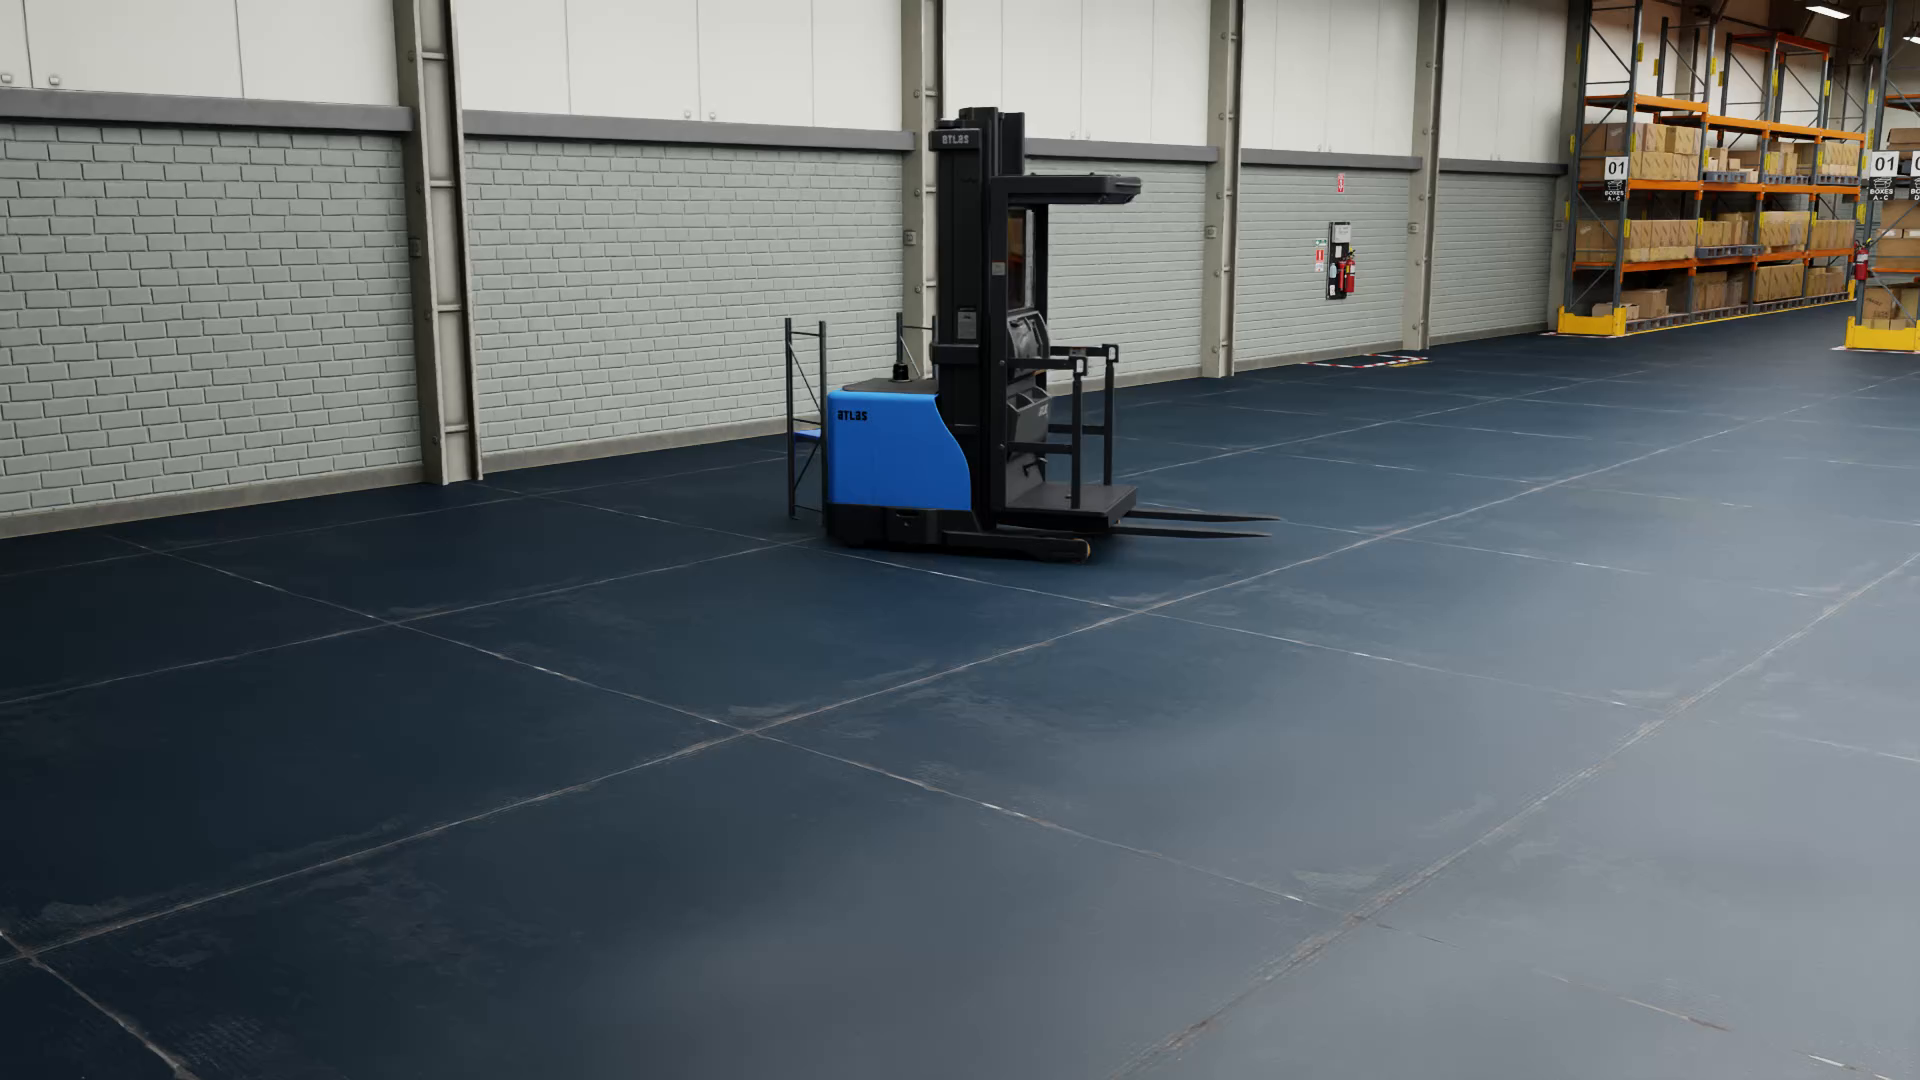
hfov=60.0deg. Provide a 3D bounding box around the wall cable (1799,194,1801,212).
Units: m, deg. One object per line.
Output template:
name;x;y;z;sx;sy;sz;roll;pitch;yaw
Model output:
wall cable;22.377;-8.463;43.829;0.084;1.984;1.851;10;15;40

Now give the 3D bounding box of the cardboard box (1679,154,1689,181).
cardboard box;13.829;-7.239;32.331;0.500;0.500;0.500;8;14;36

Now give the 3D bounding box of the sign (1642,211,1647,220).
sign;13.901;-6.527;33.776;0.100;0.325;0.005;10;15;40

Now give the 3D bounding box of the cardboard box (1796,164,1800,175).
cardboard box;19.877;-8.849;39.752;0.500;0.250;0.500;10;15;41

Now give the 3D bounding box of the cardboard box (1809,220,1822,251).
cardboard box;19.972;-7.290;39.786;0.980;0.700;0.700;10;15;41

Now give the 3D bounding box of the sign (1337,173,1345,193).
sign;5.792;-5.422;25.278;0.001;0.298;0.199;10;15;40

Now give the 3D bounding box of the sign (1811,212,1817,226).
sign;20.015;-7.525;38.976;0.100;0.325;0.005;10;15;40

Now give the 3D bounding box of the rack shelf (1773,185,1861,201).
rack shelf;20.922;-8.478;40.676;1.077;0.370;4.000;10;15;40

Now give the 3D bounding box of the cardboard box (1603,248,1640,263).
cardboard box;12.241;-5.267;30.753;0.500;0.250;0.500;9;15;39

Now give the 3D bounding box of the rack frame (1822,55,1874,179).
rack frame;22.242;-10.596;41.785;1.000;3.000;0.127;10;15;40

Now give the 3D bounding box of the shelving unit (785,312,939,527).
shelving unit;-0.726;-0.929;12.535;1.048;1.500;0.538;-9;14;-37

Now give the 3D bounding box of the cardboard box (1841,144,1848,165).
cardboard box;21.287;-9.381;40.502;0.500;0.500;0.500;9;14;38

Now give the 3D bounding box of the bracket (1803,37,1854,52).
bracket;21.655;-12.381;41.535;0.076;0.066;4.783;10;15;40

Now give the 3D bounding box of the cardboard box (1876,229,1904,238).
cardboard box;15.513;-5.108;27.714;0.380;0.149;0.250;9;15;39

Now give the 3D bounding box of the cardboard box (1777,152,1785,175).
cardboard box;18.240;-8.530;37.723;0.700;0.500;0.500;10;15;40

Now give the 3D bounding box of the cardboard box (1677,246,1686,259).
cardboard box;13.900;-5.643;32.639;0.500;0.250;0.500;10;15;41

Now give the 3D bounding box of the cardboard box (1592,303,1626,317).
cardboard box;12.204;-4.287;31.258;0.500;0.311;0.500;8;14;34

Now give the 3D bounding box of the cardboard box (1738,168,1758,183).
cardboard box;16.689;-7.773;35.487;0.500;0.311;0.500;10;15;40

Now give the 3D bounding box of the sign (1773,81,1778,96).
sign;19.201;-10.618;39.109;0.100;0.325;0.005;10;15;40

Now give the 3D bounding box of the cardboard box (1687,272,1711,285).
cardboard box;15.423;-5.499;34.927;0.500;0.250;0.500;9;15;39

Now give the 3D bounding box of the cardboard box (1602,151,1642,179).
cardboard box;12.089;-6.846;30.366;0.500;0.500;0.500;10;15;42

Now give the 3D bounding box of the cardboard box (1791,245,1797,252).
cardboard box;19.107;-6.746;38.421;0.380;0.149;0.250;10;15;40

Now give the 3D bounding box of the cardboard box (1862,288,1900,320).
cardboard box;15.534;-4.002;28.125;0.500;0.500;0.500;10;15;40

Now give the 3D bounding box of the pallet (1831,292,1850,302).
pallet;21.773;-6.158;42.006;1.003;0.211;1.213;10;15;40

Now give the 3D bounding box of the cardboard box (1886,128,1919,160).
cardboard box;15.786;-6.540;27.445;0.637;0.503;0.797;-11;16;-44

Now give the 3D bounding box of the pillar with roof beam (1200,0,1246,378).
pillar with roof beam;6.805;-6.134;19.448;9.100;9.000;0.400;10;15;40

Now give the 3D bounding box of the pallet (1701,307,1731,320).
pallet;15.639;-4.816;35.283;1.003;0.211;1.213;10;15;40

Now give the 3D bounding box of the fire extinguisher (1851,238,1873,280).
fire extinguisher;14.977;-4.664;27.604;0.296;0.674;0.183;10;15;40

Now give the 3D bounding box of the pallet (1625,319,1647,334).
pallet;12.293;-4.058;31.491;1.003;0.211;1.213;10;15;40

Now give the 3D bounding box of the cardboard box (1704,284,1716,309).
cardboard box;15.465;-5.141;35.051;0.700;0.500;0.500;10;15;41

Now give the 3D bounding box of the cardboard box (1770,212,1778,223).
cardboard box;17.809;-7.162;36.929;0.500;0.250;0.500;9;15;40

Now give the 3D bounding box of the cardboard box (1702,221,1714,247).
cardboard box;15.056;-6.305;34.240;0.500;0.500;0.700;-10;15;-42

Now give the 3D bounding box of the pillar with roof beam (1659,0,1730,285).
pillar with roof beam;18.687;-8.783;32.708;9.100;9.000;0.548;10;15;40

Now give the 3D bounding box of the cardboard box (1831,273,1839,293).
cardboard box;21.525;-6.444;41.627;0.700;0.500;0.500;10;15;40

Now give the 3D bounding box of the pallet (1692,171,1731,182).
pallet;14.808;-7.344;33.643;1.213;0.211;1.003;10;15;40

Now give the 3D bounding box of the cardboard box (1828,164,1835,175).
cardboard box;20.603;-8.858;39.800;0.500;0.250;0.500;9;15;39

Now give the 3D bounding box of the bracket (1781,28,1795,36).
bracket;19.406;-11.880;39.026;0.235;0.232;0.430;10;15;40

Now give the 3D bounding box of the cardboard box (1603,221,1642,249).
cardboard box;12.221;-5.635;30.683;0.500;0.500;0.500;10;15;40

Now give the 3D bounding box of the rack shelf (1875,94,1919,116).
rack shelf;16.724;-7.347;28.378;1.077;0.370;4.000;10;15;40

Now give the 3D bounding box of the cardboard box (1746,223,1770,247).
cardboard box;17.474;-6.720;36.631;0.500;0.500;0.500;10;15;42

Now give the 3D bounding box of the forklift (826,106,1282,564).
forklift;0.652;-1.398;11.227;3.031;2.935;1.130;3;12;17

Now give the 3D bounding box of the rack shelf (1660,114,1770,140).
rack shelf;15.641;-8.575;34.528;1.077;0.370;4.000;10;15;40

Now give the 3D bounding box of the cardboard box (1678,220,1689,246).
cardboard box;13.916;-6.008;32.553;0.500;0.500;0.500;10;15;40

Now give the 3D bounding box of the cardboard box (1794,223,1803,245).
cardboard box;19.157;-7.093;38.500;0.500;0.500;0.500;10;15;41

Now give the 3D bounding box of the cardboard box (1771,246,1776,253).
cardboard box;18.181;-6.575;37.561;0.380;0.149;0.250;10;15;41

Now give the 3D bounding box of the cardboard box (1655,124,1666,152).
cardboard box;12.816;-7.489;31.031;0.500;0.500;0.500;10;15;42

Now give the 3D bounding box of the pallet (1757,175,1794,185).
pallet;18.082;-8.121;37.539;1.003;0.211;1.213;11;16;43

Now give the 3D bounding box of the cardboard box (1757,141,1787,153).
cardboard box;18.569;-8.973;38.026;0.500;0.250;0.500;9;15;39

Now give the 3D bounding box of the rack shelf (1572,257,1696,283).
rack shelf;13.000;-5.241;32.130;1.077;0.370;4.000;10;15;40

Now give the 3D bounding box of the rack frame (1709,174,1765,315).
rack frame;16.961;-6.477;36.480;1.000;3.000;0.127;10;15;40

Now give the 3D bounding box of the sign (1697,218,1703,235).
sign;14.733;-6.244;33.103;0.100;0.325;0.005;10;15;40

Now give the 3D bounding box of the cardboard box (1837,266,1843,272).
cardboard box;21.907;-6.794;41.720;0.380;0.149;0.250;10;15;40

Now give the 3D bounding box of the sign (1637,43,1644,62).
sign;12.088;-8.668;29.548;0.100;0.325;0.005;10;15;40
